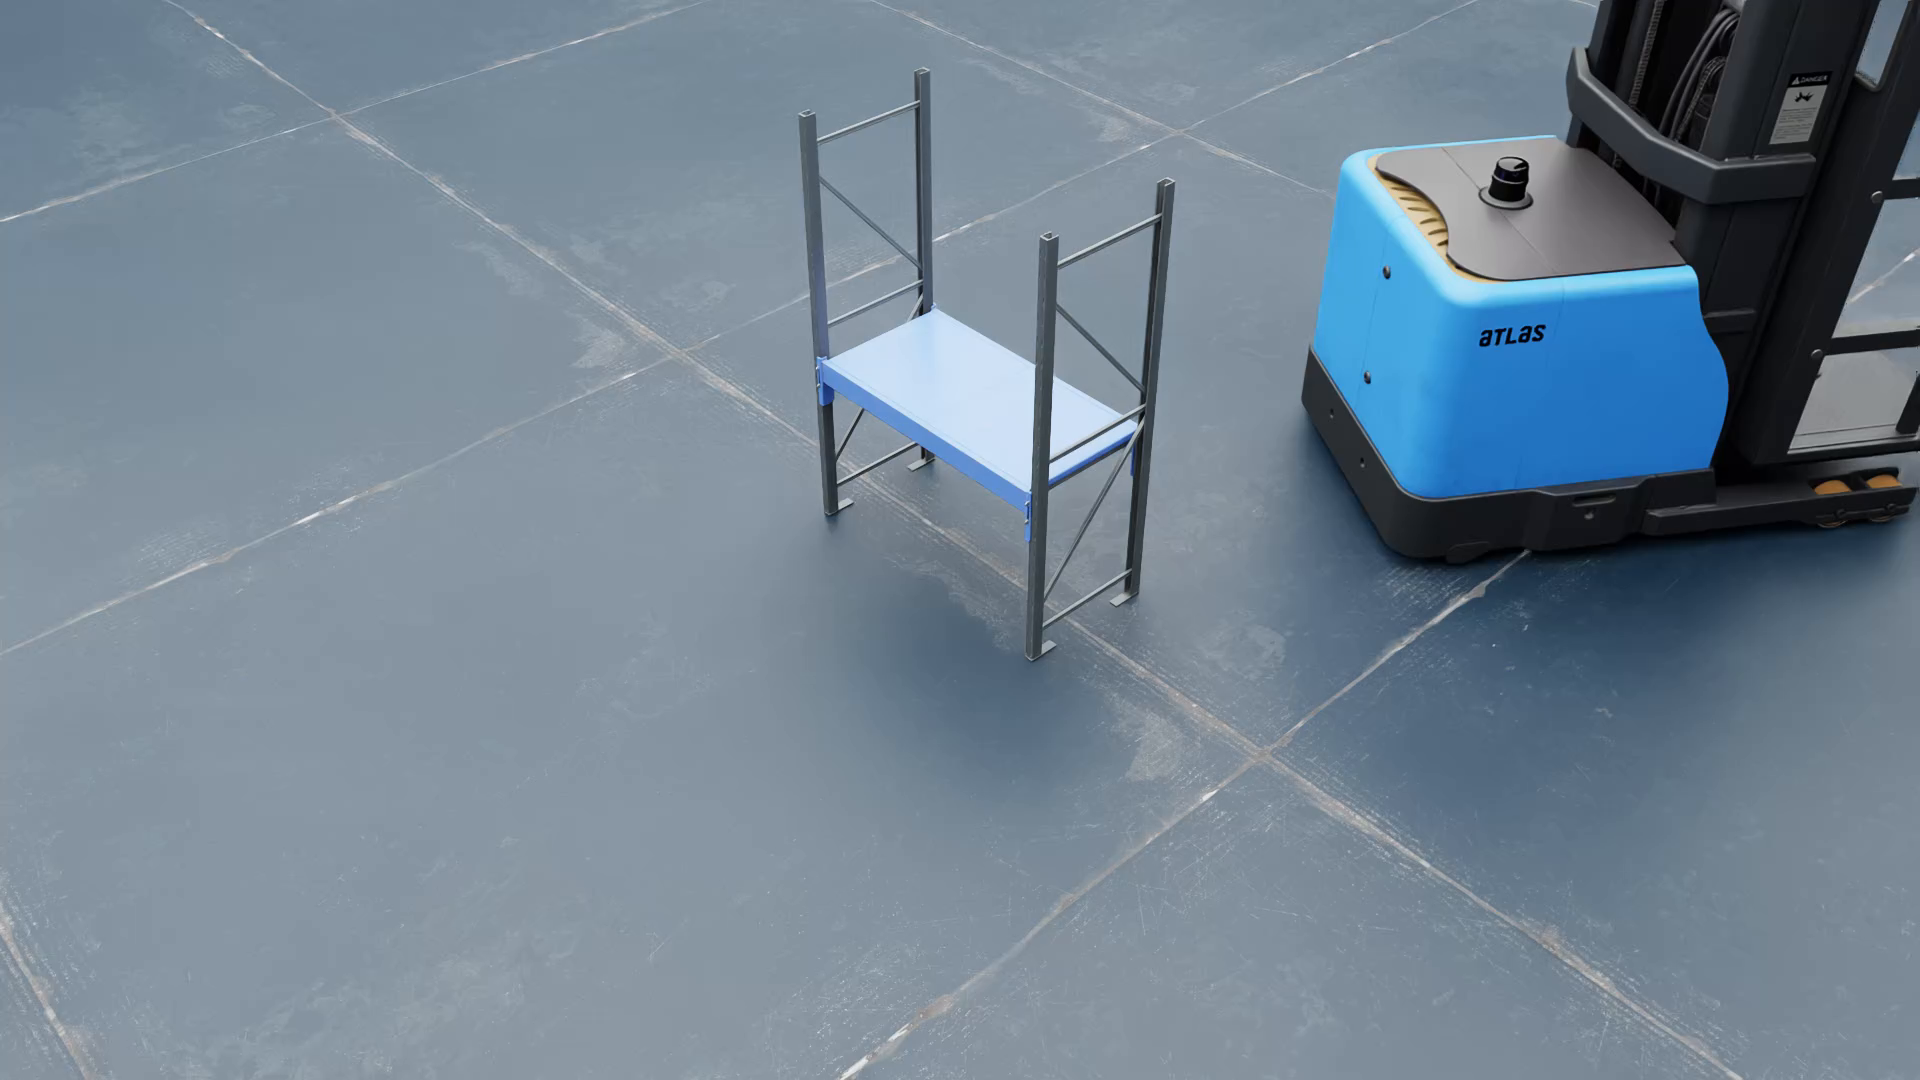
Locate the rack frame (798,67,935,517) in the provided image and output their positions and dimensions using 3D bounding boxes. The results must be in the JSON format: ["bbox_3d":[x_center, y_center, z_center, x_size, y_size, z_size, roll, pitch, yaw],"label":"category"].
[{"bbox_3d":[-0.286,-0.779,5.521,0.500,1.500,0.032,-30,48,-32],"label":"rack frame"}]

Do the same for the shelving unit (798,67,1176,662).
[{"bbox_3d":[0.058,-0.544,5.230,0.538,1.500,1.048,-30,48,-32],"label":"shelving unit"}]

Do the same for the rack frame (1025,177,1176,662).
[{"bbox_3d":[0.402,-0.309,4.939,0.500,1.500,0.032,-30,48,-32],"label":"rack frame"}]

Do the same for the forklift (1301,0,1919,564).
[{"bbox_3d":[2.856,-1.504,5.279,3.031,2.935,1.130,-6,39,-8],"label":"forklift"}]

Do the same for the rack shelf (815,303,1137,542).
[{"bbox_3d":[0.058,-0.404,5.343,0.538,0.185,1.000,-30,48,-32],"label":"rack shelf"}]
